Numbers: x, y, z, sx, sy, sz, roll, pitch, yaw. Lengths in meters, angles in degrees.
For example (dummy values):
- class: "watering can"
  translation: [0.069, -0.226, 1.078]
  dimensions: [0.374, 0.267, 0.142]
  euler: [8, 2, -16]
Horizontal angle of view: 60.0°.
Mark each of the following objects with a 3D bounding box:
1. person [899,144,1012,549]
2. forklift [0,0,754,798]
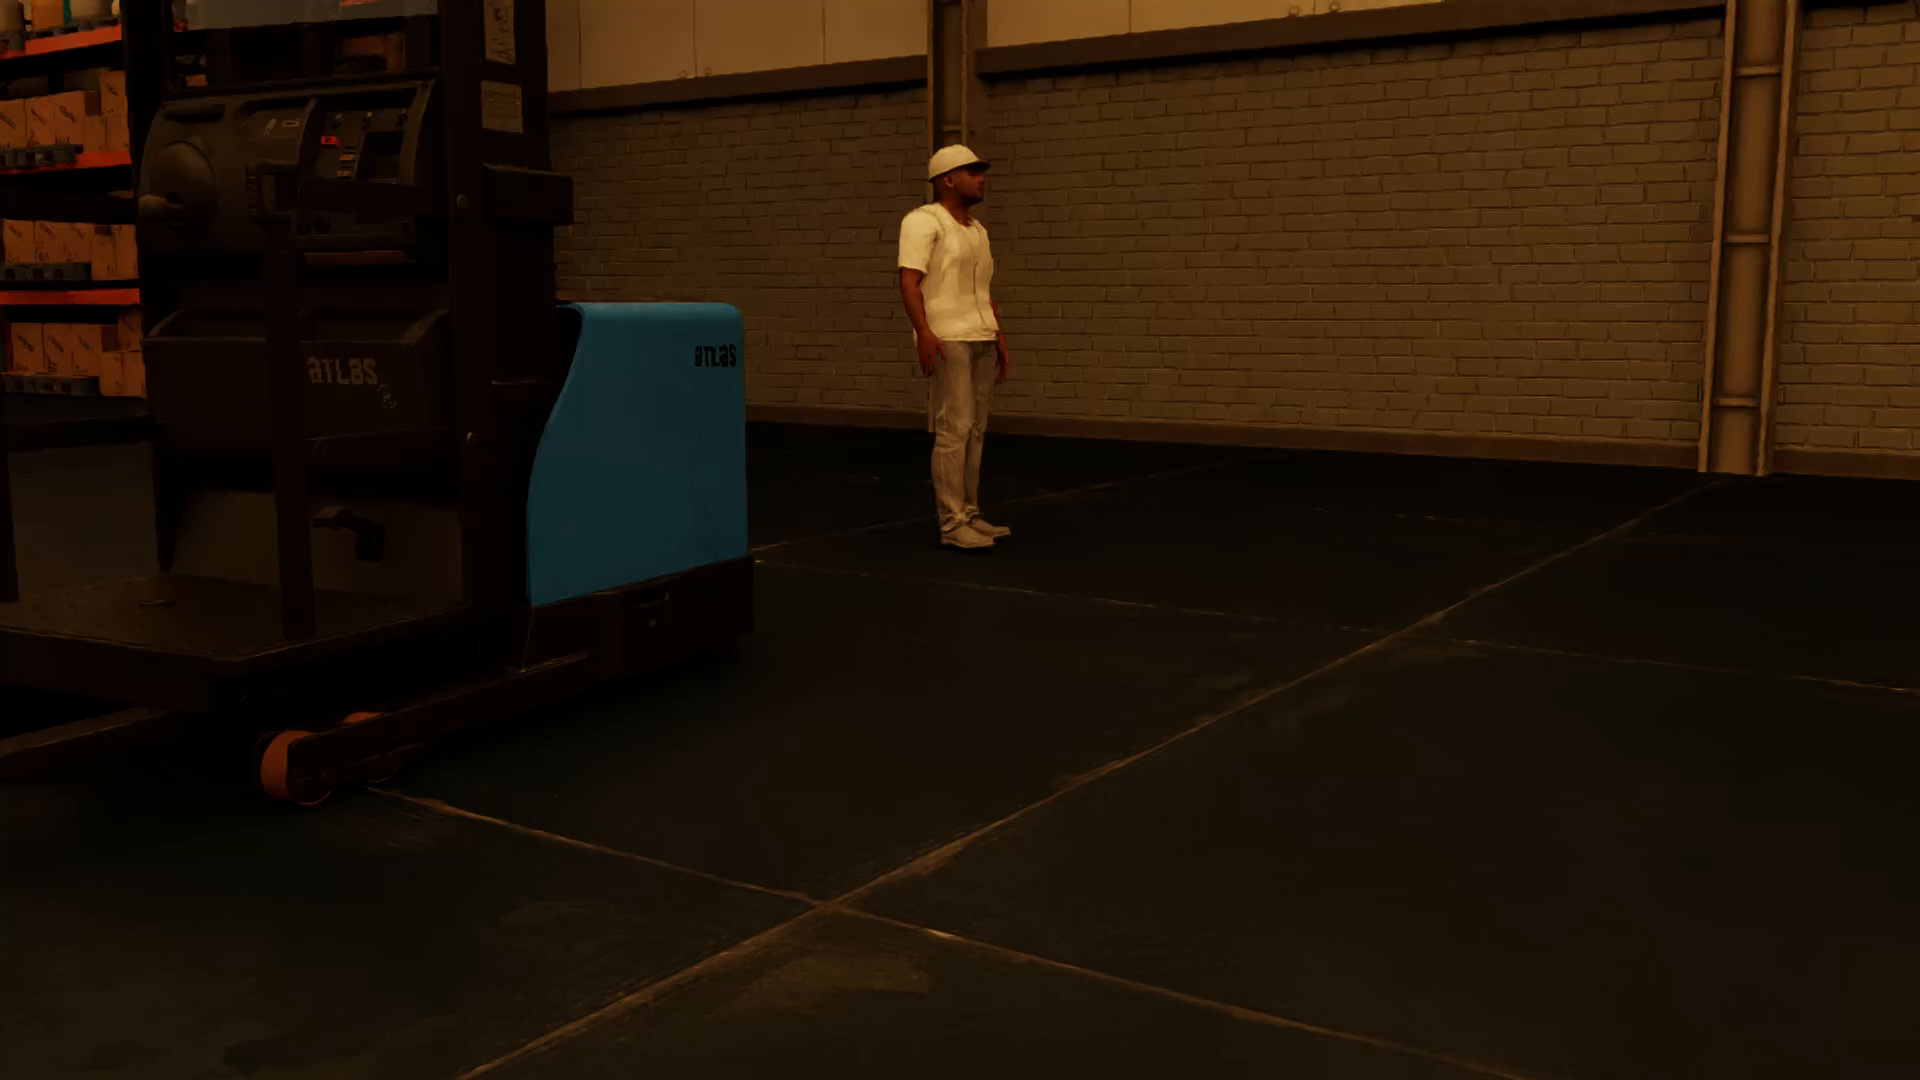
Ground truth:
- class: "person"
  translation: [0.055, -0.875, 7.435]
  dimensions: [0.576, 1.766, 0.665]
  euler: [5, 10, 34]
- class: "forklift"
  translation: [-1.741, -0.948, 3.861]
  dimensions: [1.130, 2.935, 3.031]
  euler: [4, 9, 26]
